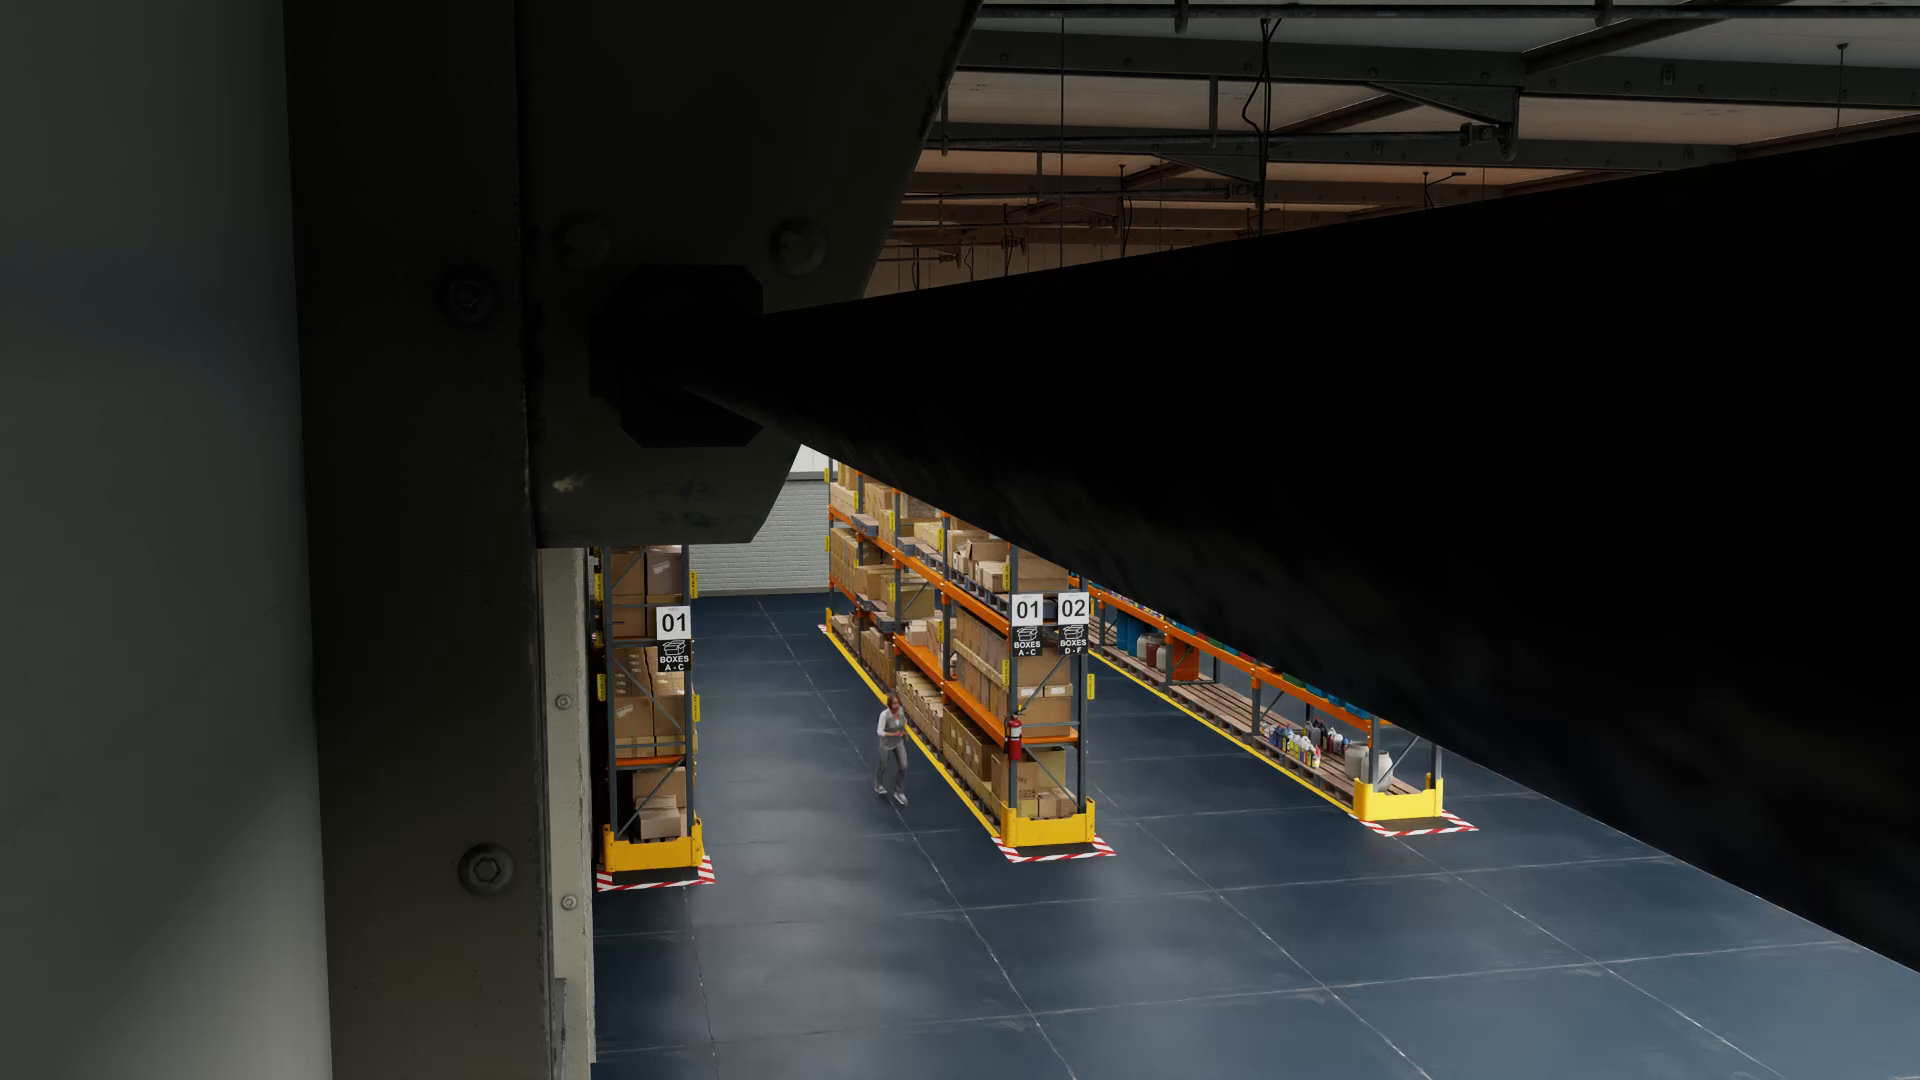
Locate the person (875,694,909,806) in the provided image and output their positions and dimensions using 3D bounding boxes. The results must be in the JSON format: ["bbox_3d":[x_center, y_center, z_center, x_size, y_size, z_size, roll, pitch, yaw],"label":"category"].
[{"bbox_3d":[-0.939,2.851,22.909,0.538,1.560,0.903,-3,7,-24],"label":"person"}]
